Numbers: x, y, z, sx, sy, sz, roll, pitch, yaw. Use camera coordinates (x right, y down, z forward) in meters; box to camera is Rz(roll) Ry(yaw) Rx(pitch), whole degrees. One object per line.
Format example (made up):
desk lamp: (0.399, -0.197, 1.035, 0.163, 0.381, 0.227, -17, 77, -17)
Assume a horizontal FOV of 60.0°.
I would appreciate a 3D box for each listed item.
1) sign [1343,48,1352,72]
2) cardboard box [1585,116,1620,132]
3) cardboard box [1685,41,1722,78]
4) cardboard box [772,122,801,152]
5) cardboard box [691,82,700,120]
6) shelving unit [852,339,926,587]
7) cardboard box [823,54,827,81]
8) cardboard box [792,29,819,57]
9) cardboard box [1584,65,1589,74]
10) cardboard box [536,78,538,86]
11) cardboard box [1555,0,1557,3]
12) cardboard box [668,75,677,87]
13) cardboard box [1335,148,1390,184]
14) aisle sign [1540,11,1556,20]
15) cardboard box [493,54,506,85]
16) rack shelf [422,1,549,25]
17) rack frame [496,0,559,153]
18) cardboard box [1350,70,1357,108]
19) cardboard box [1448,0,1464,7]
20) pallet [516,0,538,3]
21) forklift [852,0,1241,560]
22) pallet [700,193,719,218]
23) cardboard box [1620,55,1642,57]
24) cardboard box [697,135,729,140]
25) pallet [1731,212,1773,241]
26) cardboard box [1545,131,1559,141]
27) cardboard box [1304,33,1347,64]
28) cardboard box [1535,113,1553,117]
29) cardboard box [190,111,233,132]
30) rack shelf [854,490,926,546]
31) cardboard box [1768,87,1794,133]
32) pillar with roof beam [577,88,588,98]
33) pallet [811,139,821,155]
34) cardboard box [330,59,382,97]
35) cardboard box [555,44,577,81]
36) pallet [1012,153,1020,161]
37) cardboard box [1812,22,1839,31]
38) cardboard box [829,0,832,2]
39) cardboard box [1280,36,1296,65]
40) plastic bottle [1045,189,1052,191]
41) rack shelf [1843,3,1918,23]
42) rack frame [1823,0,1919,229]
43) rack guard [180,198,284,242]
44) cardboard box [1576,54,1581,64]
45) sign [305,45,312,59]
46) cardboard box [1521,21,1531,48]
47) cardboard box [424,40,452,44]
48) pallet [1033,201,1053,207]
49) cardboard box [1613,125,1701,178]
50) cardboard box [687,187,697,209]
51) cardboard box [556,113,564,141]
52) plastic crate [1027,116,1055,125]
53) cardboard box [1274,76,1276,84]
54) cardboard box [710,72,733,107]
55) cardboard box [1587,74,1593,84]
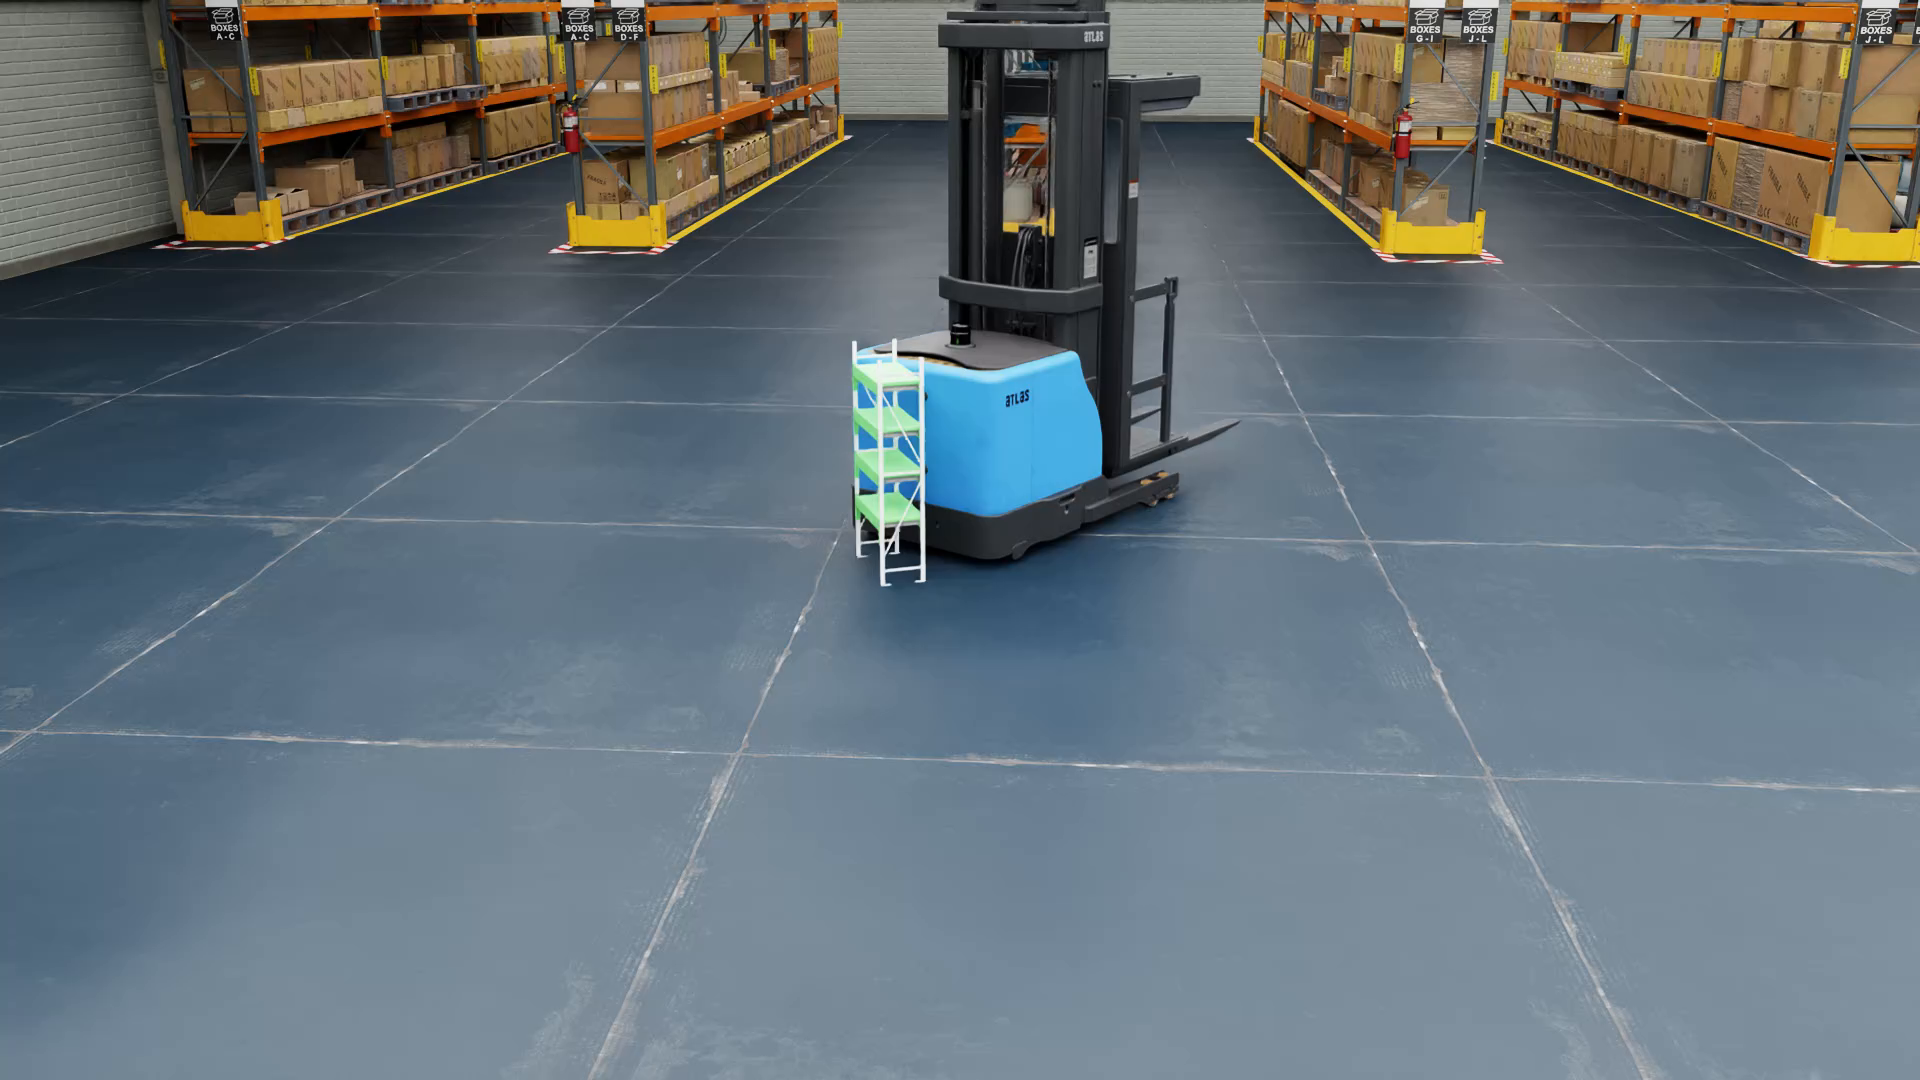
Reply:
sign: (5.384, -6.676, 23.122, 0.100, 0.325, 0.005, 1, 18, 4)
cardboard box: (11.029, -7.116, 28.458, 0.500, 0.250, 0.500, 2, 18, 5)
cardboard box: (10.979, -6.967, 24.100, 0.700, 0.500, 0.500, 1, 18, 4)
cardboard box: (-3.199, -7.374, 30.419, 0.500, 0.500, 0.500, 2, 18, 5)
cardboard box: (-4.000, -6.083, 23.009, 0.700, 0.500, 0.500, 1, 18, 3)
shelving unit: (-0.376, -0.411, 8.751, 0.258, 1.200, 0.503, -6, 19, -17)
cardboard box: (-2.954, -9.494, 33.419, 0.500, 0.500, 0.500, 1, 18, 3)
cardboard box: (-3.018, -9.645, 32.274, 0.500, 0.500, 0.500, 1, 18, 2)
cardboard box: (10.836, -8.001, 28.275, 0.380, 0.149, 0.250, 2, 18, 5)
cardboard box: (-8.110, -8.552, 31.076, 0.380, 0.149, 0.250, 2, 18, 6)
cardboard box: (11.217, -9.970, 30.456, 0.500, 0.250, 0.500, 2, 18, 5)
cardboard box: (-3.896, -5.968, 21.616, 0.380, 0.149, 0.250, 1, 18, 3)
cardboard box: (6.096, -5.648, 25.150, 0.700, 0.500, 0.500, 0, 18, -1)
aisle sign: (12.042, -10.951, 33.852, 0.394, 0.787, 0.004, 1, 18, 4)
cardboard box: (-8.260, -8.195, 28.945, 0.500, 0.500, 0.500, 2, 18, 6)
rack shelf: (-8.454, -9.394, 29.612, 1.077, 0.370, 4.000, 1, 18, 4)
rack frame: (-8.311, -8.931, 31.863, 1.000, 3.000, 0.127, 1, 18, 4)
cardboard box: (5.844, -6.165, 22.783, 0.875, 0.500, 0.500, 1, 18, 4)
cardboard box: (5.943, -6.371, 19.471, 0.500, 0.250, 0.500, 2, 18, 6)
pallet: (-8.327, -9.980, 30.553, 0.805, 0.209, 1.217, 1, 18, 2)
forklift: (0.690, -1.678, 9.837, 1.130, 2.935, 3.031, 14, 23, 36)
pallet: (-4.042, -4.766, 23.629, 1.003, 0.211, 1.213, 1, 18, 4)
cardboard box: (11.505, -8.203, 28.413, 0.380, 0.149, 0.250, 1, 18, 3)
cardboard box: (-4.016, -6.419, 27.038, 0.500, 0.311, 0.500, 1, 18, 3)
pallet: (10.660, -4.033, 21.393, 1.003, 0.211, 1.213, 1, 18, 4)
cardboard box: (11.157, -7.549, 31.069, 0.380, 0.149, 0.250, 2, 18, 5)
cardboard box: (6.384, -8.519, 28.833, 0.797, 0.503, 0.637, 2, 18, 6)
cardboard box: (11.877, -8.580, 33.741, 0.380, 0.149, 0.250, 2, 18, 5)
cardboard box: (-9.331, -5.292, 20.965, 0.500, 0.250, 0.500, 2, 18, 5)
rack shelf: (-0.376, -0.122, 8.845, 0.258, 0.148, 0.480, -6, 19, -17)
cardboard box: (10.752, -5.426, 20.924, 0.875, 0.550, 0.500, 1, 18, 4)
pillar with roof beam: (-4.399, -13.786, 37.045, 9.100, 9.000, 0.400, 1, 18, 4)
pallet: (-3.319, -7.710, 32.614, 1.003, 0.211, 1.213, 1, 18, 4)
cardboard box: (-8.610, -6.587, 23.714, 0.500, 0.500, 0.500, 1, 18, 4)
cardboard box: (-8.198, -9.468, 33.020, 0.980, 0.700, 0.700, 1, 18, 3)
pallet: (1.389, -6.766, 29.734, 1.003, 0.211, 1.213, 1, 18, 4)
cardboard box: (16.237, -9.626, 31.176, 0.380, 0.149, 0.250, 1, 18, 3)
cardboard box: (-2.903, -11.098, 33.898, 0.500, 0.250, 0.500, 1, 18, 4)
cardboard box: (6.277, -9.175, 31.164, 0.500, 0.500, 0.500, 2, 18, 5)
plastic bottle: (1.198, -4.652, 22.479, 0.097, 0.271, 0.097, 0, 18, 0)
rack shelf: (16.252, -8.841, 27.924, 1.077, 0.370, 4.000, 1, 18, 4)
rack frame: (10.591, -4.730, 19.042, 1.000, 3.000, 0.127, 1, 18, 4)
rack guard: (-9.165, -4.040, 20.950, 1.175, 0.500, 0.348, 1, 18, 4)
cardboard box: (10.872, -8.307, 28.730, 0.380, 0.149, 0.250, 2, 18, 6)
sign: (-9.438, -7.008, 24.134, 0.100, 0.325, 0.005, 1, 18, 4)
cardboard box: (11.352, -9.912, 32.613, 0.500, 0.500, 0.500, 1, 18, 3)
cardboard box: (-8.823, -8.390, 28.337, 0.500, 0.250, 0.500, 2, 18, 5)
pallet: (0.908, -4.693, 23.405, 1.003, 0.211, 1.213, 1, 18, 4)
cardboard box: (11.031, -6.158, 26.339, 1.050, 0.750, 0.750, 1, 18, 3)
cardboard box: (-3.860, -4.615, 22.432, 0.500, 0.250, 0.500, 1, 18, 4)
cardboard box: (-8.155, -8.173, 32.888, 0.700, 0.500, 0.500, 2, 18, 5)
plastic crate: (1.134, -5.590, 22.090, 0.530, 0.136, 0.437, 1, 18, 4)
cardboard box: (6.280, -8.902, 32.176, 0.380, 0.149, 0.250, 2, 18, 5)
cardboard box: (-3.798, -6.942, 25.631, 0.500, 0.500, 0.500, 1, 18, 4)
cardboard box: (10.818, -7.777, 28.068, 0.380, 0.149, 0.250, 0, 18, 1)
